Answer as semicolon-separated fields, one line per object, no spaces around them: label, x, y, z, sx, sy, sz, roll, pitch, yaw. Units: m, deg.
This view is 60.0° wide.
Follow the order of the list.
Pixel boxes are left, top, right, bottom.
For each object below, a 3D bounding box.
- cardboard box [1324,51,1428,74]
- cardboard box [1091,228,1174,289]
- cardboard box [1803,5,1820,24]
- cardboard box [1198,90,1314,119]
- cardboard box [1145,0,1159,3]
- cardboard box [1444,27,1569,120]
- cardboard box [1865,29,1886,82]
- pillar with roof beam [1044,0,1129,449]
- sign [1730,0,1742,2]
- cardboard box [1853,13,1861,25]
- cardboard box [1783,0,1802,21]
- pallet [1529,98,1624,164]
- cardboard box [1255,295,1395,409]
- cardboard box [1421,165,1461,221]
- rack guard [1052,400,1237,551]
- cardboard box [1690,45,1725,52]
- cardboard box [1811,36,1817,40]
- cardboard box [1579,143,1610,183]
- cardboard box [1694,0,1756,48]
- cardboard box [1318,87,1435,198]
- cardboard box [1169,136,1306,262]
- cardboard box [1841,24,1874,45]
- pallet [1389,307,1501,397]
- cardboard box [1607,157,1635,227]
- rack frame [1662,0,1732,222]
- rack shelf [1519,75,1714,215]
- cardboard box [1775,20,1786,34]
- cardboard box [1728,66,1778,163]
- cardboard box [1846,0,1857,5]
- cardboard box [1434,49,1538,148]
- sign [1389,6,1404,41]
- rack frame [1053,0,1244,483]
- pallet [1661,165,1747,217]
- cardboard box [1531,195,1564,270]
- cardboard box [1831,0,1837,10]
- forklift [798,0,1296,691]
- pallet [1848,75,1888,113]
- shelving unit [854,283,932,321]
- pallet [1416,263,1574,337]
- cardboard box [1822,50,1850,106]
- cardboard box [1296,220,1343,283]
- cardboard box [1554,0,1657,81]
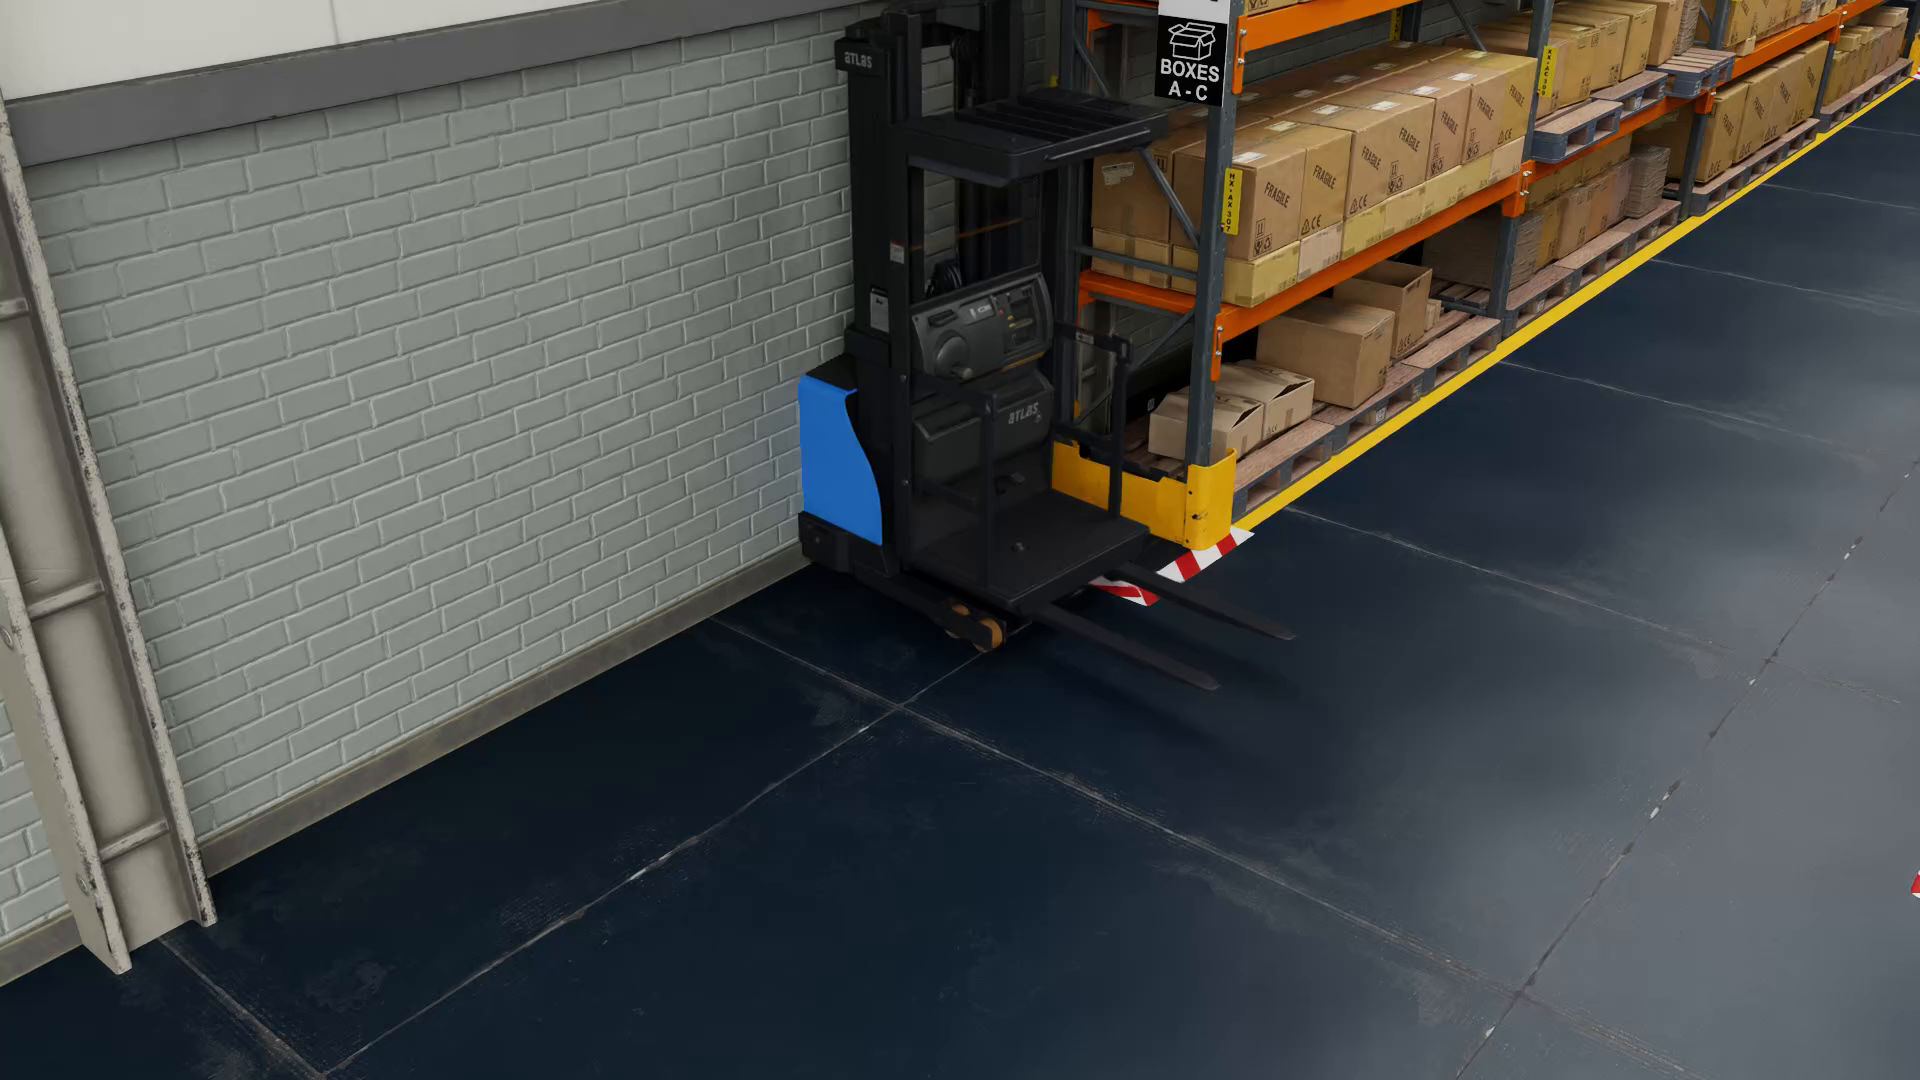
cardboard box;2.688;-2.872;10.862;0.500;0.500;0.500;21;34;34
cardboard box;1.083;-1.631;9.279;0.500;0.250;0.500;21;34;35
cardboard box;8.107;-5.130;16.153;0.380;0.149;0.250;21;34;34
cardboard box;1.725;-2.331;9.817;0.500;0.500;0.500;20;33;33
cardboard box;1.006;-3.074;8.532;0.500;0.500;0.500;24;36;38
cardboard box;3.830;-3.295;11.767;0.700;0.500;0.500;21;34;35
cardboard box;10.107;-5.582;19.039;0.700;0.500;0.500;19;33;33
pillar with roof beam;4.035;-3.374;5.978;9.100;9.000;0.400;21;34;34
sign;6.449;-4.626;13.755;0.100;0.325;0.005;21;34;34
cardboard box;10.189;-6.060;19.258;0.380;0.149;0.250;21;34;35
cardboard box;7.512;-5.131;15.449;0.500;0.500;0.500;22;34;36
pallet;4.078;-3.028;12.047;1.003;0.211;1.213;21;34;34
cardboard box;2.313;-1.218;10.582;0.700;0.500;0.500;18;33;31
cardboard box;2.781;-2.213;10.405;0.500;0.250;0.500;21;34;34
rack guard;0.984;-0.383;9.446;1.175;0.500;0.348;21;34;34
cardboard box;6.412;-4.249;14.450;0.380;0.149;0.250;20;34;34
cardboard box;9.378;-5.608;18.383;0.380;0.149;0.250;20;33;33
cardboard box;4.872;-3.083;13.370;0.500;0.250;0.500;21;34;34
cardboard box;6.531;-4.585;14.395;0.500;0.500;0.500;22;35;36
cardboard box;2.446;-2.363;9.879;0.500;0.500;0.500;22;35;36
cardboard box;1.471;-1.823;8.835;0.500;0.500;0.500;21;34;34
cardboard box;9.814;-5.574;18.317;0.380;0.149;0.250;20;33;33
pallet;3.080;-1.397;11.722;1.003;0.211;1.213;21;34;34
cardboard box;5.189;-2.969;13.966;0.700;0.500;0.500;21;34;34
rack frame;6.024;-4.303;14.303;1.000;3.000;0.127;21;34;34
rack shelf;4.752;-3.274;13.097;1.077;0.370;4.000;21;34;34
cardboard box;7.552;-4.887;15.684;0.380;0.149;0.250;22;35;36
cardboard box;7.155;-4.065;15.727;0.750;0.750;0.750;21;34;34
cardboard box;8.926;-6.042;17.338;0.980;0.700;0.700;21;34;35
cardboard box;3.418;-2.902;10.920;0.500;0.500;0.500;21;34;34
sign;3.049;-3.560;11.606;0.100;0.325;0.005;21;34;34
rack frame;0.936;-1.466;8.820;1.000;3.000;0.127;21;34;34
pallet;6.584;-3.322;15.441;1.003;0.211;1.213;21;34;34
cardboard box;4.225;-2.433;12.931;0.700;0.500;0.500;20;33;33
cardboard box;8.572;-5.416;16.705;0.380;0.149;0.250;21;34;35
forklift;0.272;-1.020;8.033;3.031;2.935;1.130;24;36;38
pallet;9.888;-5.163;19.002;1.003;0.211;1.213;21;34;34
shelving unit;-0.272;-0.819;9.099;0.755;1.500;0.431;-3;23;-17
pallet;3.974;-1.922;12.736;1.003;0.211;1.213;21;34;34
cardboard box;9.123;-5.032;17.976;0.700;0.500;0.500;21;34;35
cardboard box;1.810;-1.677;9.369;0.500;0.250;0.500;20;33;33
cardboard box;4.957;-3.925;12.984;0.700;0.500;0.500;21;34;34
